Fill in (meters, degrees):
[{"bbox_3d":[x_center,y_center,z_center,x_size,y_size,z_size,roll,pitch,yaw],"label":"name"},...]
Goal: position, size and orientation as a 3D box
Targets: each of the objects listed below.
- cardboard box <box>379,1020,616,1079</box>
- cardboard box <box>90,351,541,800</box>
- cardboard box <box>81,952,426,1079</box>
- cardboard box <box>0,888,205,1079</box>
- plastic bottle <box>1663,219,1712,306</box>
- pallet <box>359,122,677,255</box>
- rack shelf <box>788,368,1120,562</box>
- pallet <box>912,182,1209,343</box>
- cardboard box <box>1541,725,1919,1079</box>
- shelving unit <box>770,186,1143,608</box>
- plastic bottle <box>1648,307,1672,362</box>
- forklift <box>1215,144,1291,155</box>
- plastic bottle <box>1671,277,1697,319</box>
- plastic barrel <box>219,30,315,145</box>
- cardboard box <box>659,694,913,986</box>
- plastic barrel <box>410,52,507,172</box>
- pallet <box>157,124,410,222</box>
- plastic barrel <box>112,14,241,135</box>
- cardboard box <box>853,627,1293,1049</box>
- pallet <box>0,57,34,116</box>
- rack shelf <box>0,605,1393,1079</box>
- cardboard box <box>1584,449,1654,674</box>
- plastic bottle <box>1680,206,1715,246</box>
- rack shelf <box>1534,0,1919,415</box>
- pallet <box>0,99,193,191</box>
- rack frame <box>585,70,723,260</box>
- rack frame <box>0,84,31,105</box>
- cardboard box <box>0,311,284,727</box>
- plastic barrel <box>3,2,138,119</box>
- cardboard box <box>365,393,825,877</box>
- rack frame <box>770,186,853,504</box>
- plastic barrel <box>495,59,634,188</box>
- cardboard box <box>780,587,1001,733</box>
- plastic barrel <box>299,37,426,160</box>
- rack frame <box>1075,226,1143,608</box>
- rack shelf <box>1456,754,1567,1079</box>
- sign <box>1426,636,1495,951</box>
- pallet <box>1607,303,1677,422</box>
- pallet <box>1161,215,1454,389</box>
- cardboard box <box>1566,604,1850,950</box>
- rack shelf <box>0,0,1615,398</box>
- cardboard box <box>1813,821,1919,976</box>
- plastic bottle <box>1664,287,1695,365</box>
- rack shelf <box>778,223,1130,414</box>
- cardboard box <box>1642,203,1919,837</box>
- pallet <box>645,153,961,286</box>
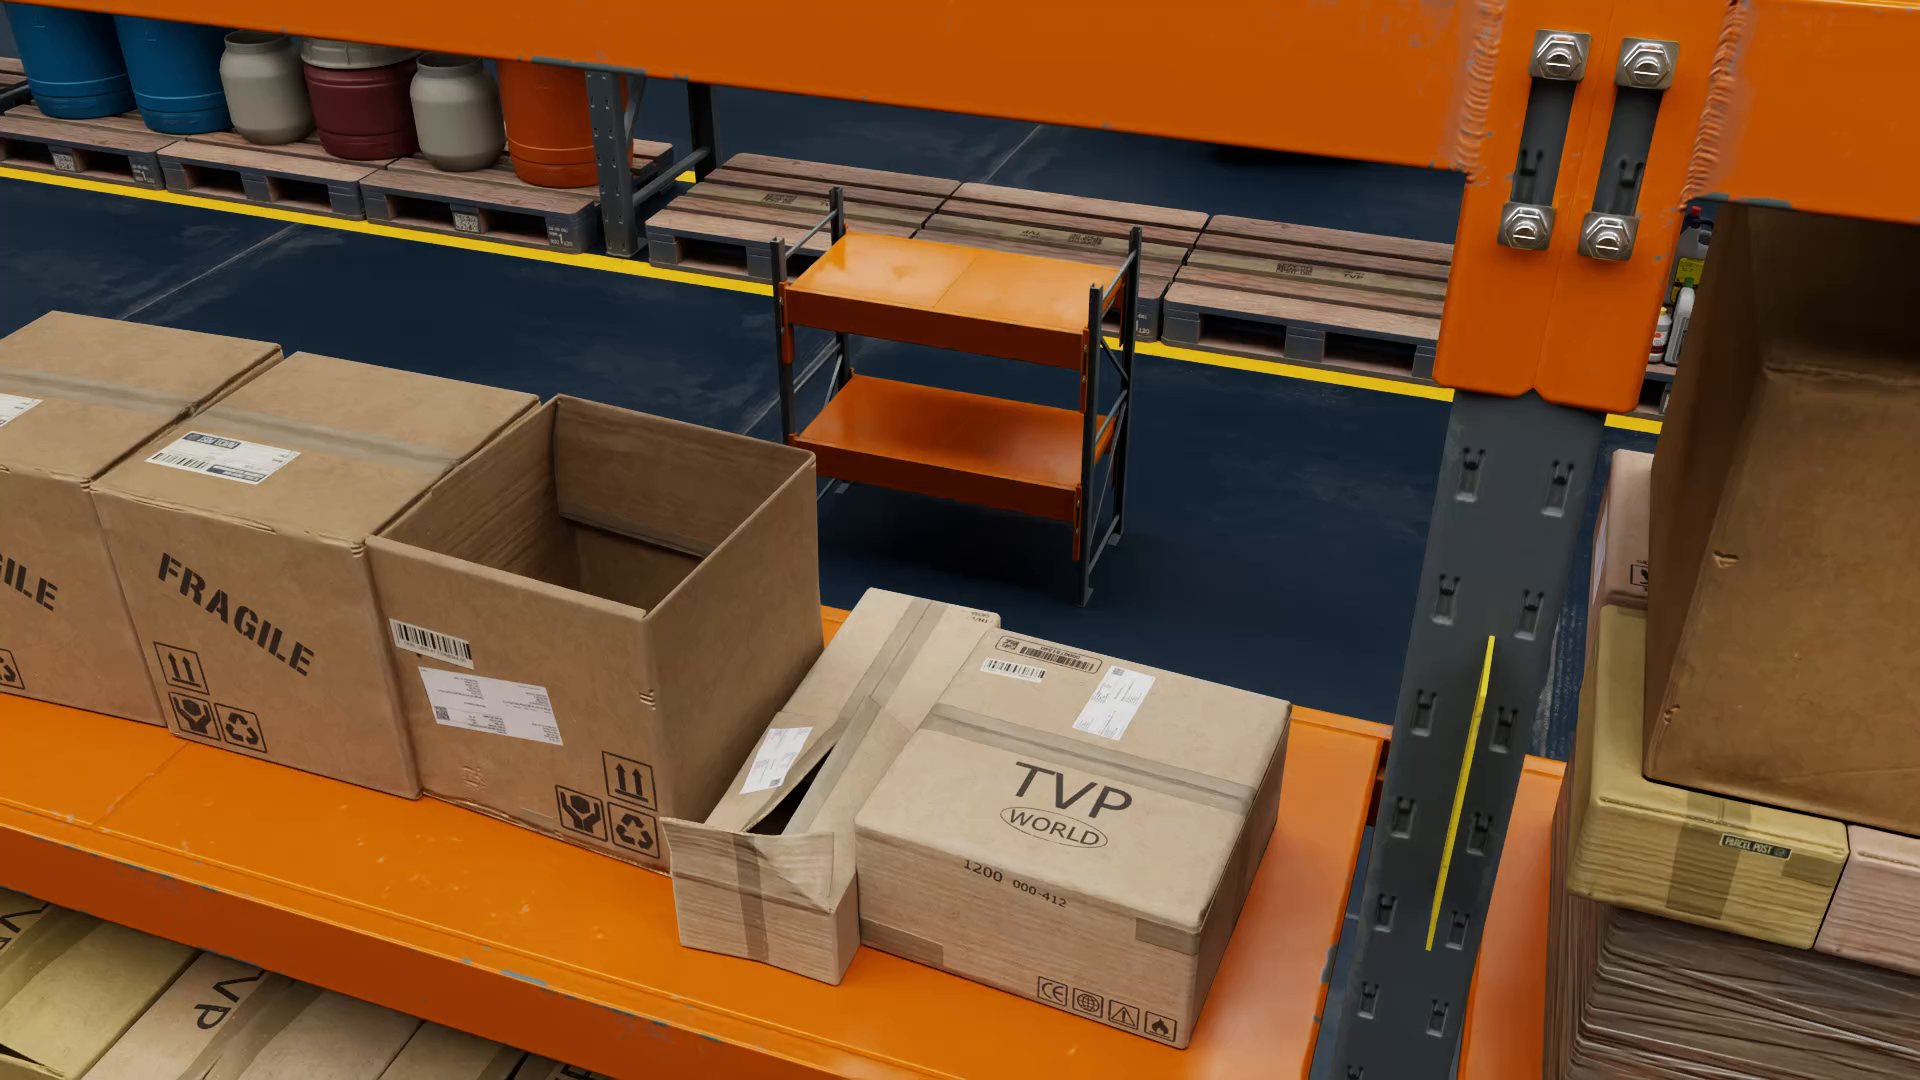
[{"bbox_3d":[-0.783,1.053,2.984,0.500,0.311,0.500,11,34,16],"label":"cardboard box"},{"bbox_3d":[-1.029,0.044,2.825,0.500,0.500,0.500,11,34,17],"label":"cardboard box"},{"bbox_3d":[-1.255,0.960,3.129,0.500,0.311,0.500,11,34,16],"label":"cardboard box"},{"bbox_3d":[-1.739,0.866,3.274,0.500,0.311,0.500,10,34,15],"label":"cardboard box"},{"bbox_3d":[2.985,-1.134,6.777,0.185,0.351,0.144,11,34,16],"label":"plastic bottle"},{"bbox_3d":[-2.191,-1.790,8.327,1.213,0.211,1.003,11,34,16],"label":"pallet"},{"bbox_3d":[-0.006,-0.268,5.579,1.000,0.278,0.538,11,34,16],"label":"rack shelf"},{"bbox_3d":[0.426,-1.281,7.539,1.213,0.211,1.003,11,34,16],"label":"pallet"},{"bbox_3d":[1.076,0.459,2.182,0.500,0.500,0.700,10,34,15],"label":"cardboard box"},{"bbox_3d":[-0.006,-0.474,5.447,1.048,1.125,0.538,11,34,16],"label":"shelving unit"},{"bbox_3d":[2.674,-0.796,6.392,0.097,0.201,0.097,0,33,0],"label":"plastic bottle"},{"bbox_3d":[1.731,-4.040,9.305,1.130,2.935,3.031,-4,33,-7],"label":"forklift"},{"bbox_3d":[2.832,-0.877,6.441,0.133,0.283,0.061,11,34,16],"label":"plastic bottle"},{"bbox_3d":[-3.526,-2.314,8.476,0.421,0.512,0.421,0,33,0],"label":"plastic barrel"},{"bbox_3d":[-0.234,0.412,2.471,0.258,0.266,0.396,10,34,15],"label":"cardboard box"},{"bbox_3d":[-2.463,-2.108,8.156,0.421,0.512,0.421,0,33,0],"label":"plastic barrel"},{"bbox_3d":[-3.336,-2.014,8.674,1.213,0.211,1.003,11,34,16],"label":"pallet"},{"bbox_3d":[-4.027,-2.627,8.601,0.708,0.901,0.600,11,34,16],"label":"plastic barrel"},{"bbox_3d":[0.178,0.418,2.476,0.500,0.250,0.500,13,35,19],"label":"cardboard box"},{"bbox_3d":[-5.906,-2.513,9.448,1.213,0.211,1.003,11,34,16],"label":"pallet"},{"bbox_3d":[-1.227,0.359,3.092,4.000,0.370,1.077,11,34,16],"label":"rack shelf"},{"bbox_3d":[0.984,0.048,2.219,0.250,0.149,0.380,11,34,16],"label":"cardboard box"},{"bbox_3d":[3.034,-1.207,6.891,0.185,0.351,0.144,10,34,15],"label":"plastic bottle"},{"bbox_3d":[2.539,-0.169,1.145,4.000,0.370,1.077,11,34,16],"label":"rack shelf"},{"bbox_3d":[-4.488,-2.236,9.019,1.213,0.211,1.003,11,34,16],"label":"pallet"},{"bbox_3d":[-1.435,-2.838,7.380,0.127,3.000,1.000,11,34,16],"label":"rack frame"},{"bbox_3d":[-5.200,-3.570,8.514,0.127,3.000,1.000,11,34,16],"label":"rack frame"},{"bbox_3d":[-1.524,-0.053,2.974,0.500,0.500,0.500,9,34,14],"label":"cardboard box"},{"bbox_3d":[-4.694,-2.757,8.801,0.708,0.901,0.600,11,34,16],"label":"plastic barrel"},{"bbox_3d":[-0.557,0.135,2.683,0.500,0.500,0.500,14,35,20],"label":"cardboard box"},{"bbox_3d":[-0.485,-0.567,5.591,0.032,1.125,0.500,11,34,16],"label":"rack frame"},{"bbox_3d":[-1.901,-2.184,7.980,0.708,0.830,0.600,11,34,16],"label":"plastic barrel"},{"bbox_3d":[-0.109,0.262,2.811,0.250,0.149,0.380,11,34,16],"label":"cardboard box"},{"bbox_3d":[-2.964,-2.289,8.366,0.708,0.588,0.600,11,34,16],"label":"plastic barrel"},{"bbox_3d":[0.472,-0.381,5.303,0.032,1.125,0.500,11,34,16],"label":"rack frame"},{"bbox_3d":[2.539,1.091,1.958,4.000,0.370,1.077,11,34,16],"label":"rack shelf"},{"bbox_3d":[0.482,0.248,1.606,0.005,0.325,0.100,11,34,16],"label":"sign"},{"bbox_3d":[2.949,-0.790,6.780,1.213,0.211,1.003,11,34,16],"label":"pallet"},{"bbox_3d":[1.578,-1.058,7.195,1.213,0.211,1.003,11,34,16],"label":"pallet"},{"bbox_3d":[0.844,0.256,1.898,0.250,0.149,0.380,11,34,16],"label":"cardboard box"},{"bbox_3d":[-1.227,-0.901,2.279,4.000,0.370,1.077,11,34,16],"label":"rack shelf"},{"bbox_3d":[1.080,0.302,1.827,0.250,0.149,0.380,12,35,17],"label":"cardboard box"},{"bbox_3d":[2.796,-0.819,6.359,0.135,0.276,0.152,12,35,18],"label":"plastic bottle"},{"bbox_3d":[-0.006,-0.720,5.288,1.000,0.278,0.538,11,34,16],"label":"rack shelf"},{"bbox_3d":[1.076,-0.087,1.830,0.500,0.500,0.700,11,34,17],"label":"cardboard box"},{"bbox_3d":[-0.719,-1.505,7.886,1.213,0.211,1.003,11,34,16],"label":"pallet"}]
